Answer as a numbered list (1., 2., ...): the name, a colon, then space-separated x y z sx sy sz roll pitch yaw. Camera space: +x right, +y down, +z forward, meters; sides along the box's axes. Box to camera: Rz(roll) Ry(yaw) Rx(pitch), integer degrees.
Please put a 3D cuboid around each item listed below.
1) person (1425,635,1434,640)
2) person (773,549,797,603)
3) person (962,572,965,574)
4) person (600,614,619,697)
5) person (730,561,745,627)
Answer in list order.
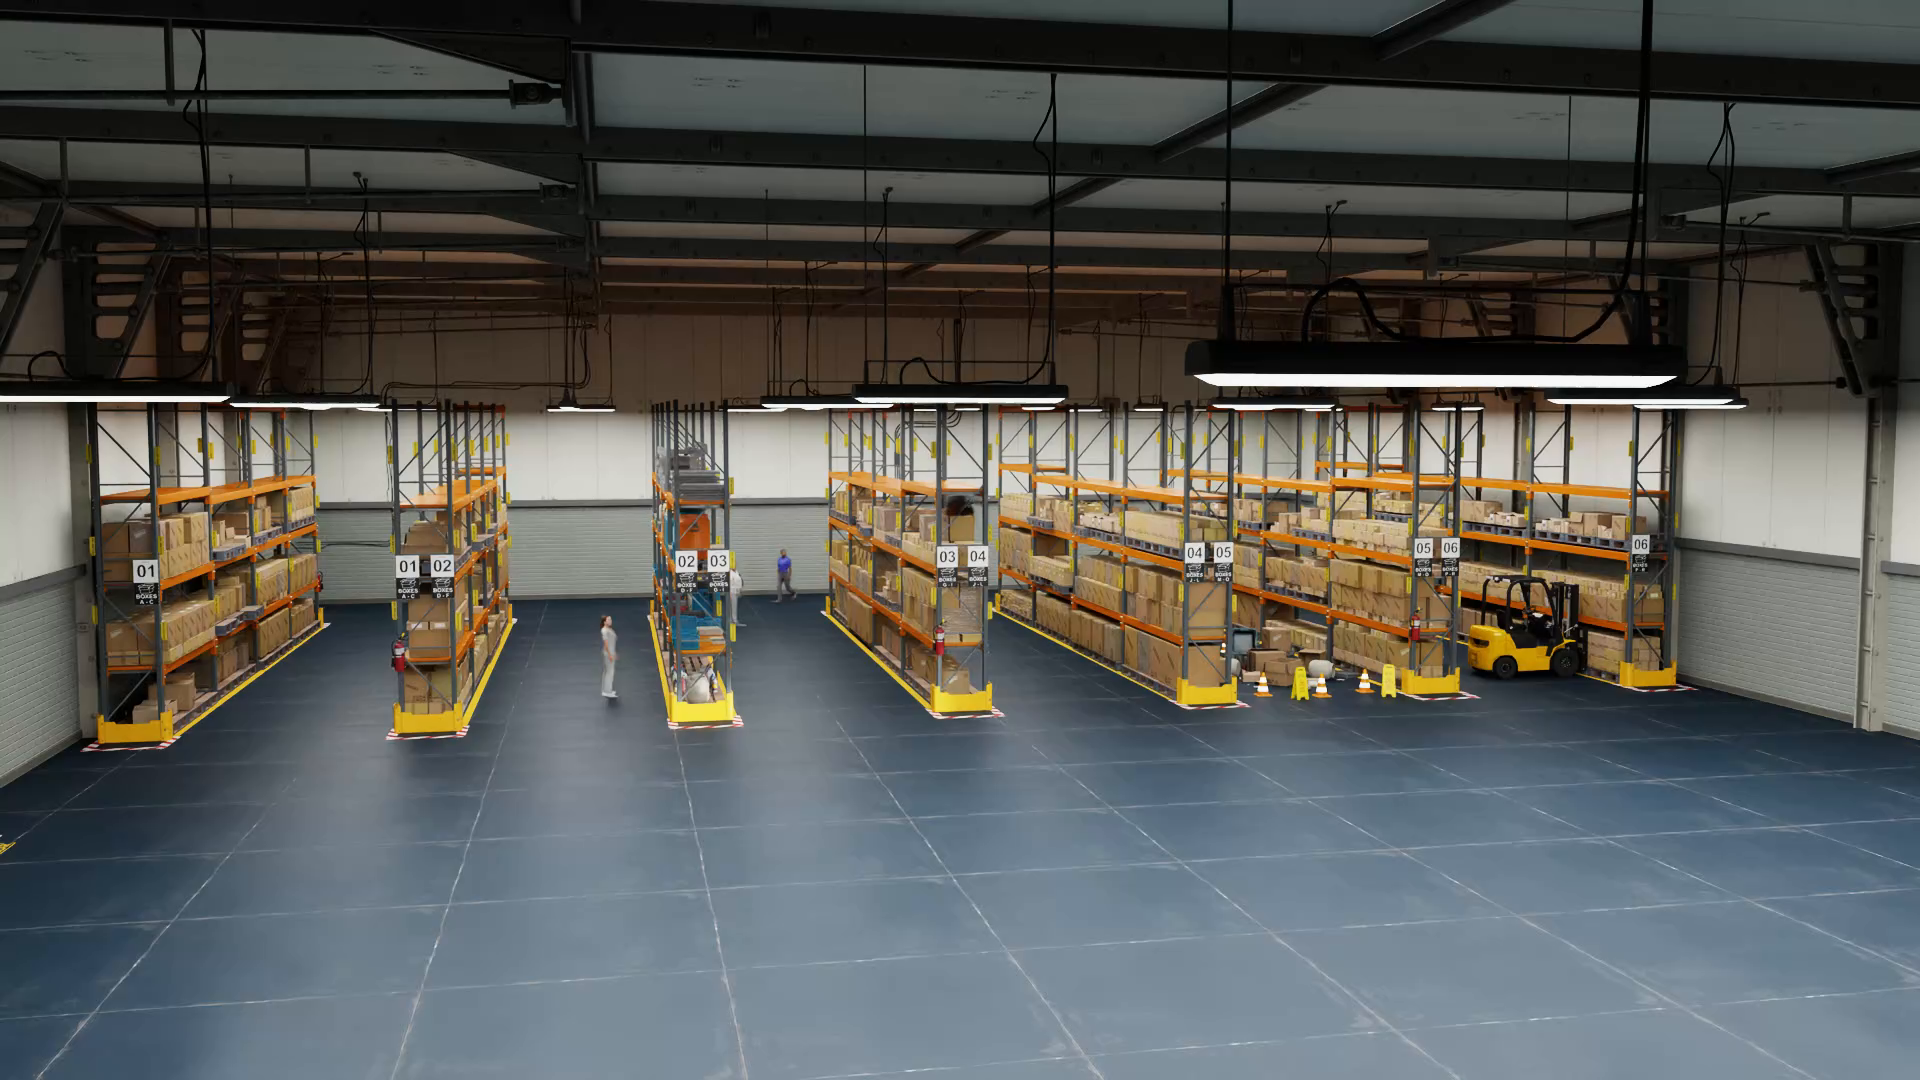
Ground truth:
1. person: 10.871 1.991 38.538 0.438 1.671 0.474 1 4 13
2. person: -5.368 1.084 50.682 0.480 1.628 0.812 3 5 31
3. person: -0.116 1.236 48.583 0.525 1.628 0.459 2 5 26
4. person: -7.122 2.361 33.829 0.386 1.705 0.479 -1 5 -18
5. person: -6.073 1.449 45.122 0.572 1.776 0.560 1 4 14
